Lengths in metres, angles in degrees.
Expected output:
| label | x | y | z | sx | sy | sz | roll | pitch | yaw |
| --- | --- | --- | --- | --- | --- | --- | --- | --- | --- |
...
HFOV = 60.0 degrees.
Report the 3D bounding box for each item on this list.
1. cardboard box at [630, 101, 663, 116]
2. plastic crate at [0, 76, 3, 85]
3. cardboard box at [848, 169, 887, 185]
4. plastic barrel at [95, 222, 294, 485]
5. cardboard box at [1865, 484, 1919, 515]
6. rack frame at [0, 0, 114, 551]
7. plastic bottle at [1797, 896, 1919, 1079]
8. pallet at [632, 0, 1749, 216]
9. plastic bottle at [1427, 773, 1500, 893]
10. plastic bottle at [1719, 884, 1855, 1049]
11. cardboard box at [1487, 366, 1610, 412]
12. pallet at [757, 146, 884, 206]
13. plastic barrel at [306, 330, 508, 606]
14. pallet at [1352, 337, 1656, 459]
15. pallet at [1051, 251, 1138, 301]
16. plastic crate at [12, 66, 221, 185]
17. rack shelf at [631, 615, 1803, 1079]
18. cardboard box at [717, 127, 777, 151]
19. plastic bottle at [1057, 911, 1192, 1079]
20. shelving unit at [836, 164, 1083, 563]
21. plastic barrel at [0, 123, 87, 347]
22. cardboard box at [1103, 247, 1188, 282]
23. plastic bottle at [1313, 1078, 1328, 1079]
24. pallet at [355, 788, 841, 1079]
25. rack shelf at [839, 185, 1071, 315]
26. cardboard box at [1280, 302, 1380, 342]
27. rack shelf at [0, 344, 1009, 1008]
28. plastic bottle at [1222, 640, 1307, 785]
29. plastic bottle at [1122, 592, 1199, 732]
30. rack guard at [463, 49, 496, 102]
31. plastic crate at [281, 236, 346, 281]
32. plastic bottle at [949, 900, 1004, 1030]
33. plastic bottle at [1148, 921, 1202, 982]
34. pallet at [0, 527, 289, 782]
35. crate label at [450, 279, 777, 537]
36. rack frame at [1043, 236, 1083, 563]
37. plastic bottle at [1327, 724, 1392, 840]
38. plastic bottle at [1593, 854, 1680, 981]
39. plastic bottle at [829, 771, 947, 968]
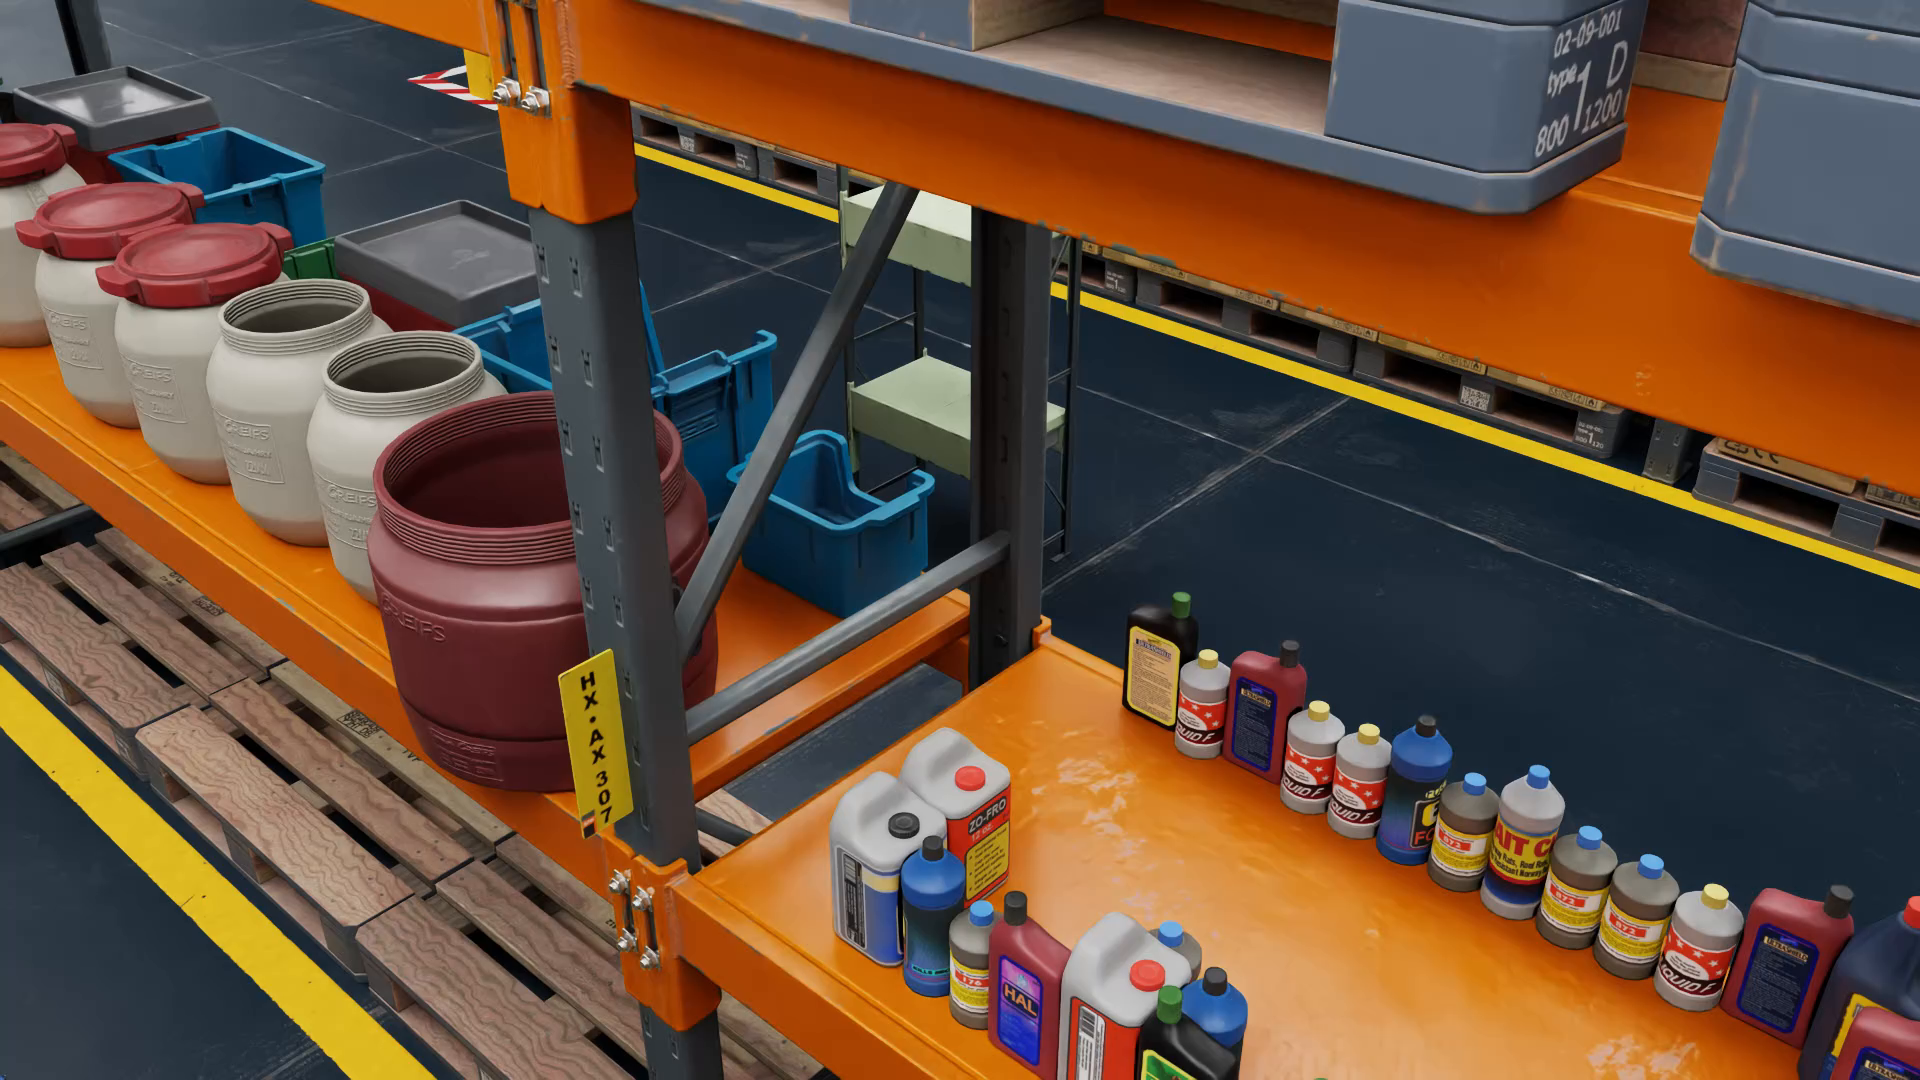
| label | x | y | z | sx | sy | sz | roll | pitch | yaw |
| --- | --- | --- | --- | --- | --- | --- | --- | --- | --- |
| cardboard box | -1.825 | -2.864 | 10.357 | 0.500 | 0.250 | 0.500 | 25 | 39 | 35 |
| plastic crate | -3.994 | -1.687 | 6.350 | 0.662 | 0.188 | 0.450 | 25 | 39 | 35 |
| cardboard box | -0.341 | -2.172 | 9.208 | 0.500 | 0.250 | 0.500 | 25 | 39 | 35 |
| plastic barrel | -1.750 | -0.440 | 3.940 | 0.433 | 0.535 | 0.433 | 0 | 31 | 0 |
| cardboard box | 3.653 | -0.380 | 5.970 | 0.500 | 0.500 | 0.500 | 23 | 38 | 33 |
| rack frame | -3.177 | -1.200 | 5.335 | 0.127 | 3.000 | 1.000 | 25 | 39 | 35 |
| plastic bottle | 1.312 | 0.649 | 2.312 | 0.185 | 0.351 | 0.144 | 25 | 39 | 35 |
| pallet | 0.290 | -0.718 | 1.809 | 1.213 | 0.211 | 1.003 | 25 | 39 | 35 |
| plastic bottle | 0.835 | 0.474 | 2.747 | 0.097 | 0.201 | 0.097 | 0 | 31 | 0 |
| plastic bottle | 1.222 | 0.607 | 2.447 | 0.133 | 0.283 | 0.061 | 25 | 39 | 35 |
| cardboard box | 2.561 | -0.799 | 6.928 | 0.500 | 0.250 | 0.500 | 26 | 40 | 36 |
| pallet | -0.412 | -2.190 | 9.682 | 1.213 | 0.211 | 1.003 | 25 | 39 | 35 |
| plastic barrel | -1.118 | -0.138 | 3.463 | 0.421 | 0.512 | 0.421 | 0 | 31 | 0 |
| pallet | 2.531 | -0.814 | 7.397 | 1.213 | 0.211 | 1.003 | 25 | 39 | 35 |
| pallet | 0.722 | -1.658 | 8.800 | 1.213 | 0.211 | 1.003 | 25 | 39 | 35 |
| plastic crate | -2.613 | -1.177 | 5.235 | 0.583 | 0.464 | 0.402 | 25 | 39 | 35 |
| rack shelf | 1.271 | 1.185 | 2.071 | 4.000 | 0.370 | 1.077 | 25 | 39 | 35 |
| cardboard box | -1.086 | -2.516 | 9.780 | 0.500 | 0.250 | 0.500 | 25 | 39 | 35 |
| plastic bottle | 0.235 | 0.671 | 2.348 | 0.135 | 0.276 | 0.152 | 25 | 39 | 35 |
| shelving unit | -0.005 | -0.645 | 5.867 | 0.755 | 1.500 | 0.431 | 25 | 39 | 35 |
| plastic barrel | -2.615 | -0.843 | 4.611 | 0.433 | 0.535 | 0.433 | 0 | 31 | 0 |
| cardboard box | 1.046 | -1.505 | 8.100 | 0.500 | 0.250 | 0.500 | 24 | 38 | 34 |
| plastic bottle | 0.475 | 0.811 | 2.107 | 0.133 | 0.283 | 0.061 | 25 | 39 | 35 |
| pallet | -0.760 | 1.096 | 4.225 | 1.213 | 0.211 | 1.003 | 25 | 39 | 35 |
| rack shelf | -0.005 | -0.979 | 5.666 | 0.720 | 0.370 | 0.431 | 25 | 39 | 35 |
| cardboard box | 1.806 | -1.152 | 7.513 | 0.500 | 0.250 | 0.500 | 26 | 40 | 36 |
| rack shelf | -1.695 | -0.200 | 4.371 | 4.000 | 0.370 | 1.077 | 25 | 39 | 35 |
| plastic bottle | 0.546 | 0.291 | 2.971 | 0.133 | 0.283 | 0.061 | 25 | 39 | 35 |
| plastic bottle | 0.375 | 0.211 | 3.104 | 0.133 | 0.283 | 0.061 | 25 | 39 | 35 |
| rack guard | -2.834 | -3.415 | 11.438 | 0.348 | 0.500 | 1.175 | 25 | 39 | 35 |
| plastic crate | -1.697 | -0.615 | 4.568 | 0.662 | 0.188 | 0.450 | 25 | 39 | 35 |
| plastic bottle | 0.032 | 0.627 | 2.493 | 0.097 | 0.201 | 0.097 | 0 | 31 | 0 |
| plastic bottle | 0.305 | 0.649 | 2.457 | 0.097 | 0.201 | 0.097 | 0 | 31 | 0 |
| pallet | -2.569 | 0.251 | 5.628 | 1.213 | 0.211 | 1.003 | 25 | 39 | 35 |
| crate label | -0.767 | -0.278 | 3.769 | 0.616 | 0.435 | 0.502 | 25 | 39 | 35 |
| rack frame | 0.266 | -0.518 | 5.657 | 0.023 | 1.500 | 0.400 | 25 | 39 | 35 |
| plastic bottle | 0.691 | 0.407 | 2.859 | 0.097 | 0.201 | 0.097 | 0 | 31 | 0 |
| plastic bottle | 1.052 | 0.575 | 2.579 | 0.097 | 0.201 | 0.097 | 0 | 31 | 0 |
| plastic bottle | -0.108 | 0.511 | 2.614 | 0.135 | 0.276 | 0.152 | 25 | 39 | 35 |
